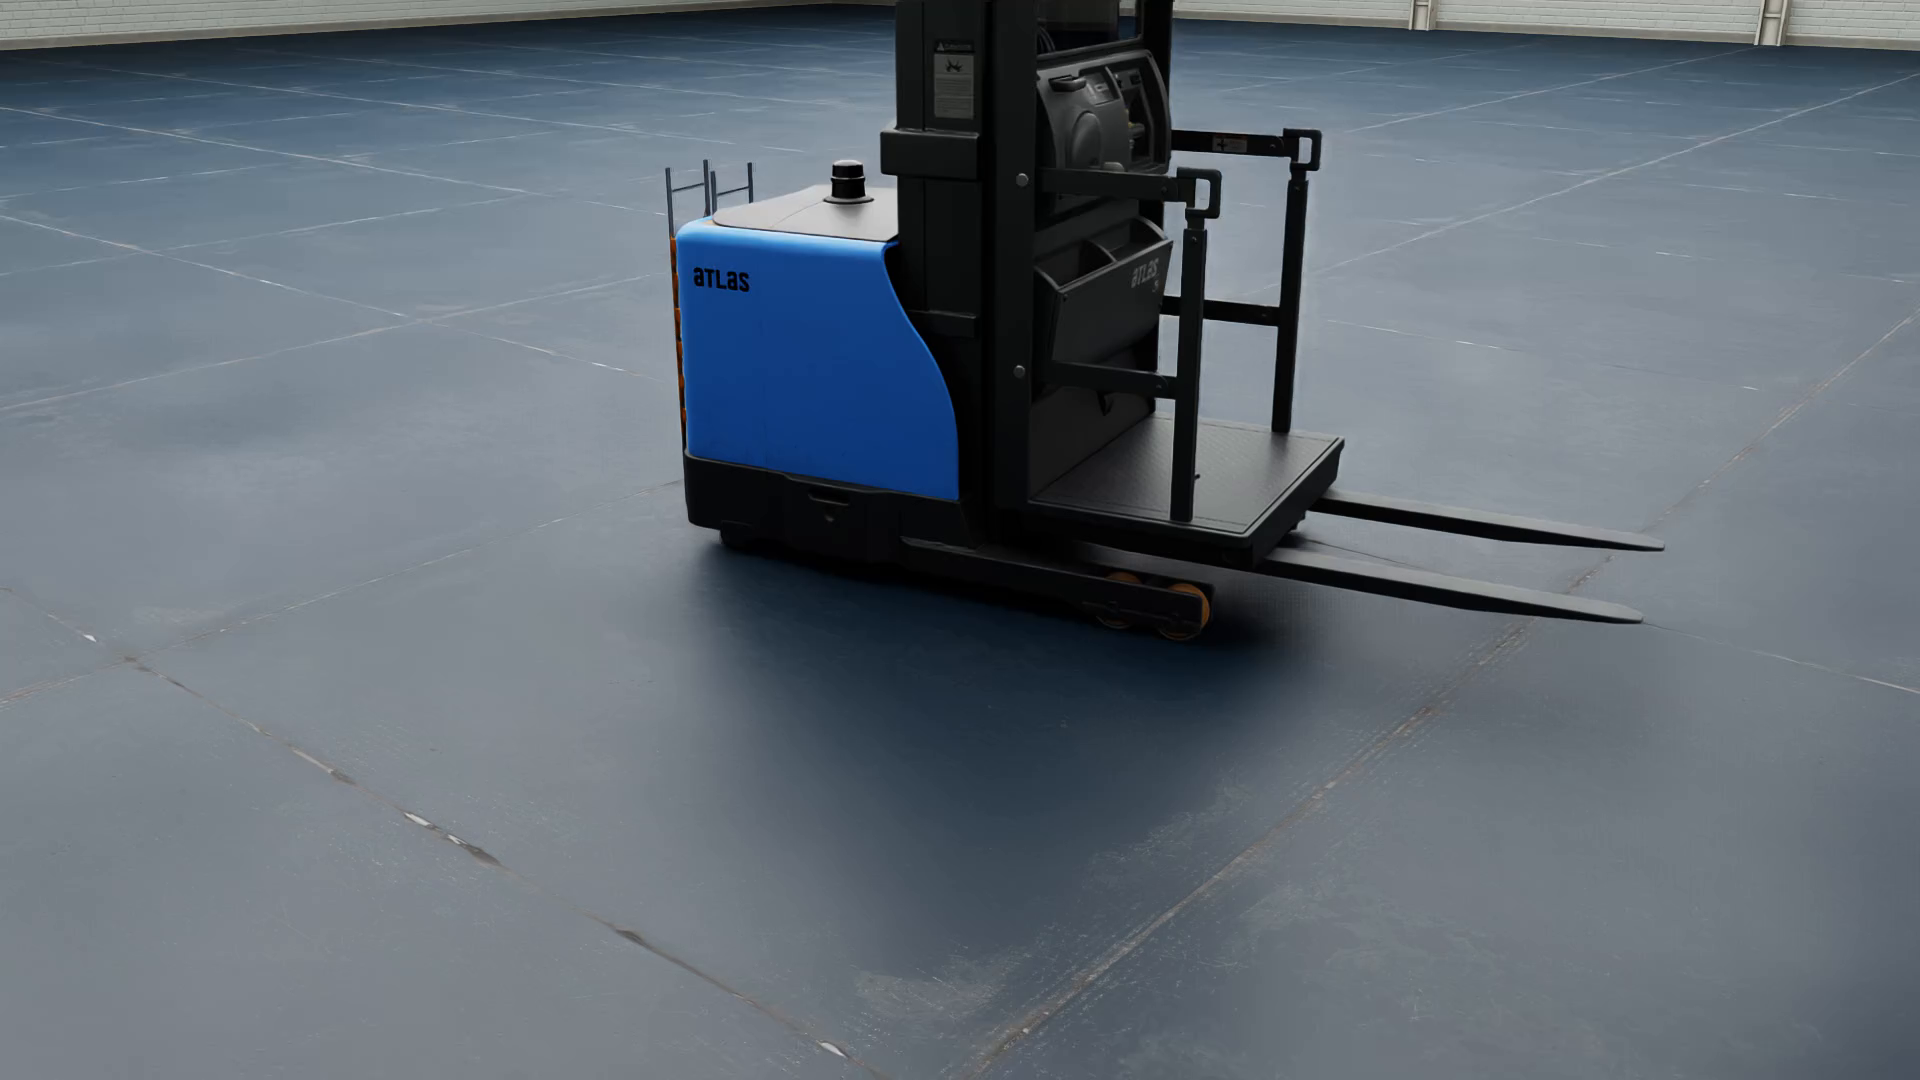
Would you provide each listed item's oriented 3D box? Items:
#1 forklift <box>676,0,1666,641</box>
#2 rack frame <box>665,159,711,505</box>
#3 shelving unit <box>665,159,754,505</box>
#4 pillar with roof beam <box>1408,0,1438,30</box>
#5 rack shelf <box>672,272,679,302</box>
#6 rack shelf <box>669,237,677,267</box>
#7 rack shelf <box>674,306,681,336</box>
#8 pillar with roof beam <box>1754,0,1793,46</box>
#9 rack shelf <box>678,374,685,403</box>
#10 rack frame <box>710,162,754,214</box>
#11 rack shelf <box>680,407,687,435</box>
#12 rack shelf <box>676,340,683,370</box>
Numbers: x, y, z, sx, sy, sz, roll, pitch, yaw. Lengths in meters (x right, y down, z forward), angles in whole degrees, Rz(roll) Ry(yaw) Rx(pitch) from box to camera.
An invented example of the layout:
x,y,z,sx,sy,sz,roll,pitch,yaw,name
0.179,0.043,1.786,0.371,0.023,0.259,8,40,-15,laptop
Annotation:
x,y,z,sx,sy,sz,roll,pitch,yaw,name
0.625,-1.289,4.932,3.031,2.935,1.130,10,23,25,forklift
-0.933,-0.726,5.893,0.006,1.200,0.240,10,23,25,rack frame
-0.852,-0.711,5.854,0.189,1.200,0.258,10,23,25,shelving unit
5.757,-12.403,25.804,0.400,9.000,9.100,16,26,36,pillar with roof beam
-0.852,-0.894,5.785,0.180,0.103,0.258,10,23,25,rack shelf
-0.852,-1.007,5.743,0.180,0.103,0.258,10,23,25,rack shelf
-0.852,-0.782,5.827,0.180,0.103,0.258,10,23,25,rack shelf
10.405,-11.064,22.254,0.400,9.000,9.100,16,26,36,pillar with roof beam
-0.852,-0.557,5.912,0.180,0.103,0.258,10,23,25,rack shelf
-0.770,-0.697,5.815,0.006,1.200,0.240,10,23,25,rack frame
-0.852,-0.445,5.954,0.180,0.103,0.258,10,23,25,rack shelf
-0.852,-0.670,5.870,0.180,0.103,0.258,10,23,25,rack shelf
